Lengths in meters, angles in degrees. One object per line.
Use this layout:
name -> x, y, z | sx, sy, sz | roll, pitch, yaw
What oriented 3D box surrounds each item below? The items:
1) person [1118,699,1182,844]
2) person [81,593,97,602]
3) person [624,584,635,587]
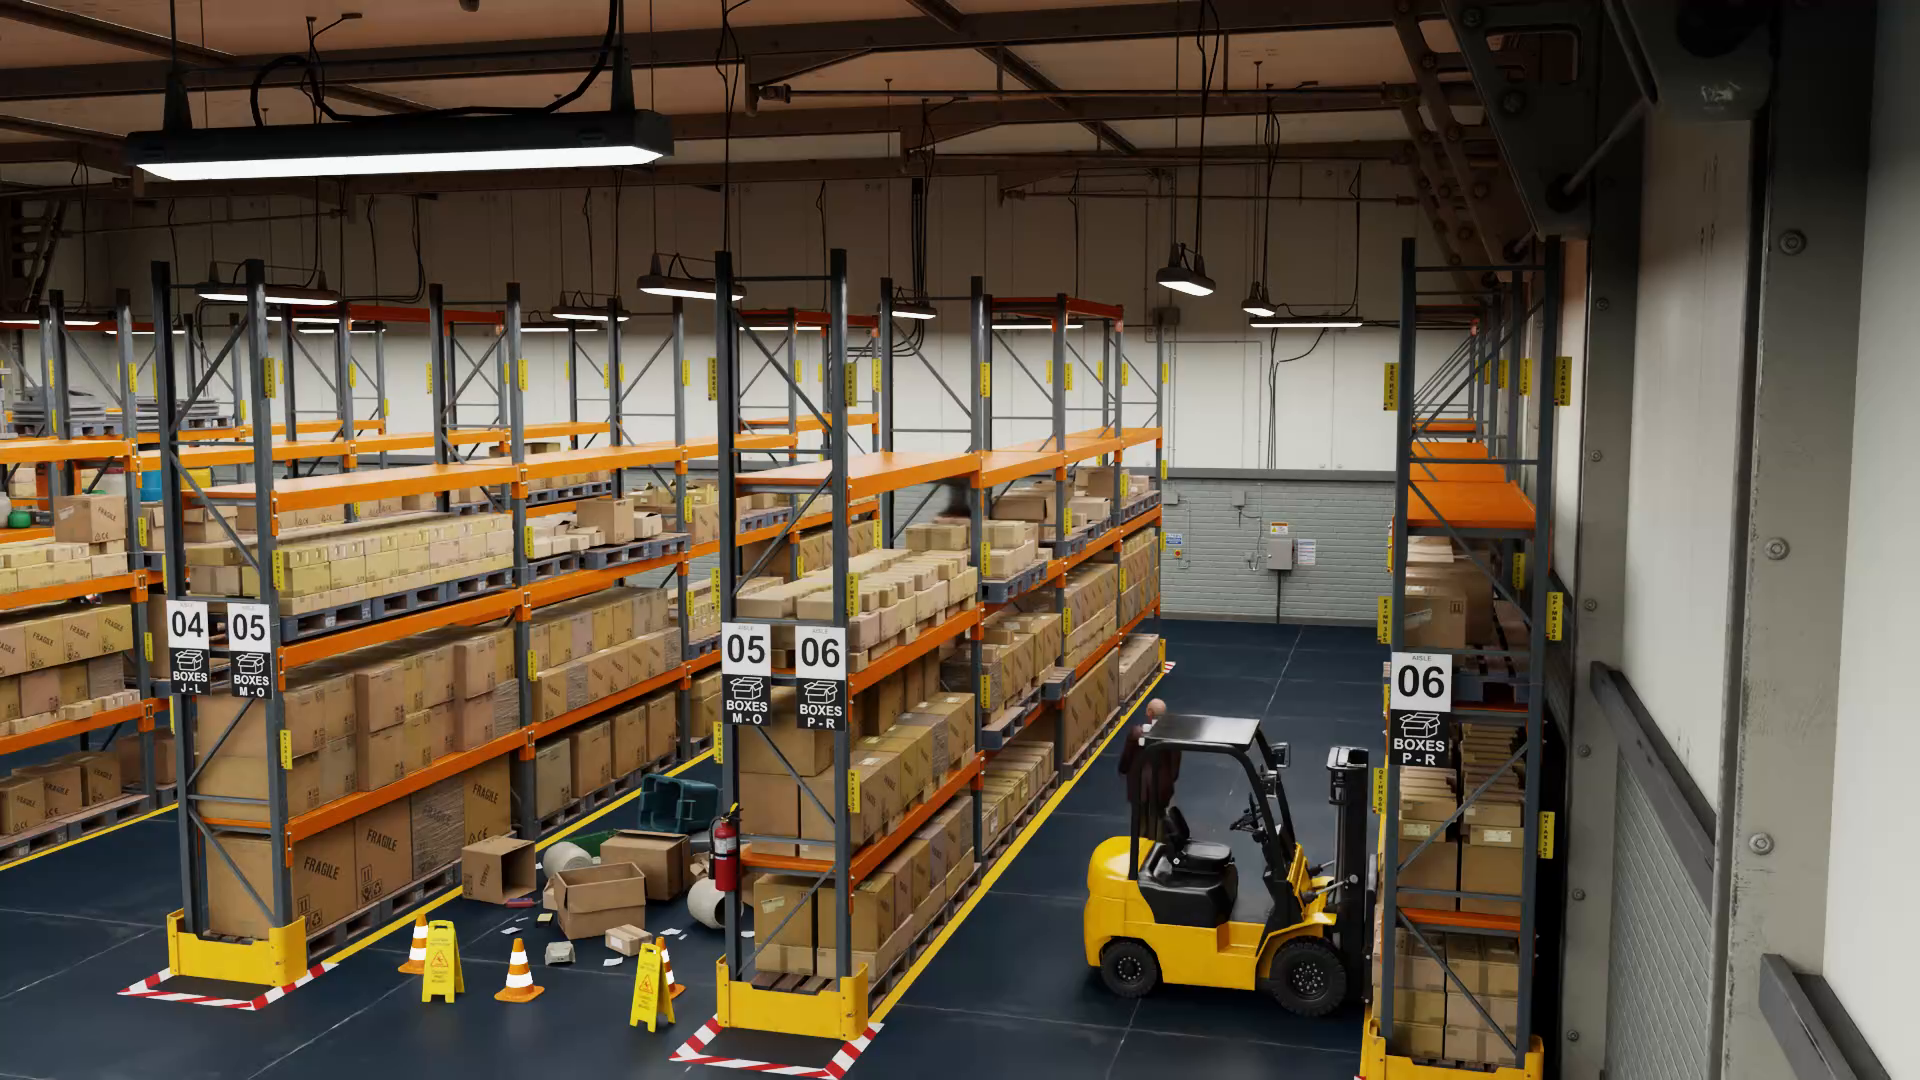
person -> 1.939, 2.492, 17.060 | 0.655, 1.800, 0.580 | 1, 6, 8
person -> -14.173, 1.444, 27.289 | 0.438, 1.663, 0.535 | 1, 6, 6
person -> -5.329, 1.523, 26.680 | 0.453, 1.639, 0.960 | 1, 6, 14
